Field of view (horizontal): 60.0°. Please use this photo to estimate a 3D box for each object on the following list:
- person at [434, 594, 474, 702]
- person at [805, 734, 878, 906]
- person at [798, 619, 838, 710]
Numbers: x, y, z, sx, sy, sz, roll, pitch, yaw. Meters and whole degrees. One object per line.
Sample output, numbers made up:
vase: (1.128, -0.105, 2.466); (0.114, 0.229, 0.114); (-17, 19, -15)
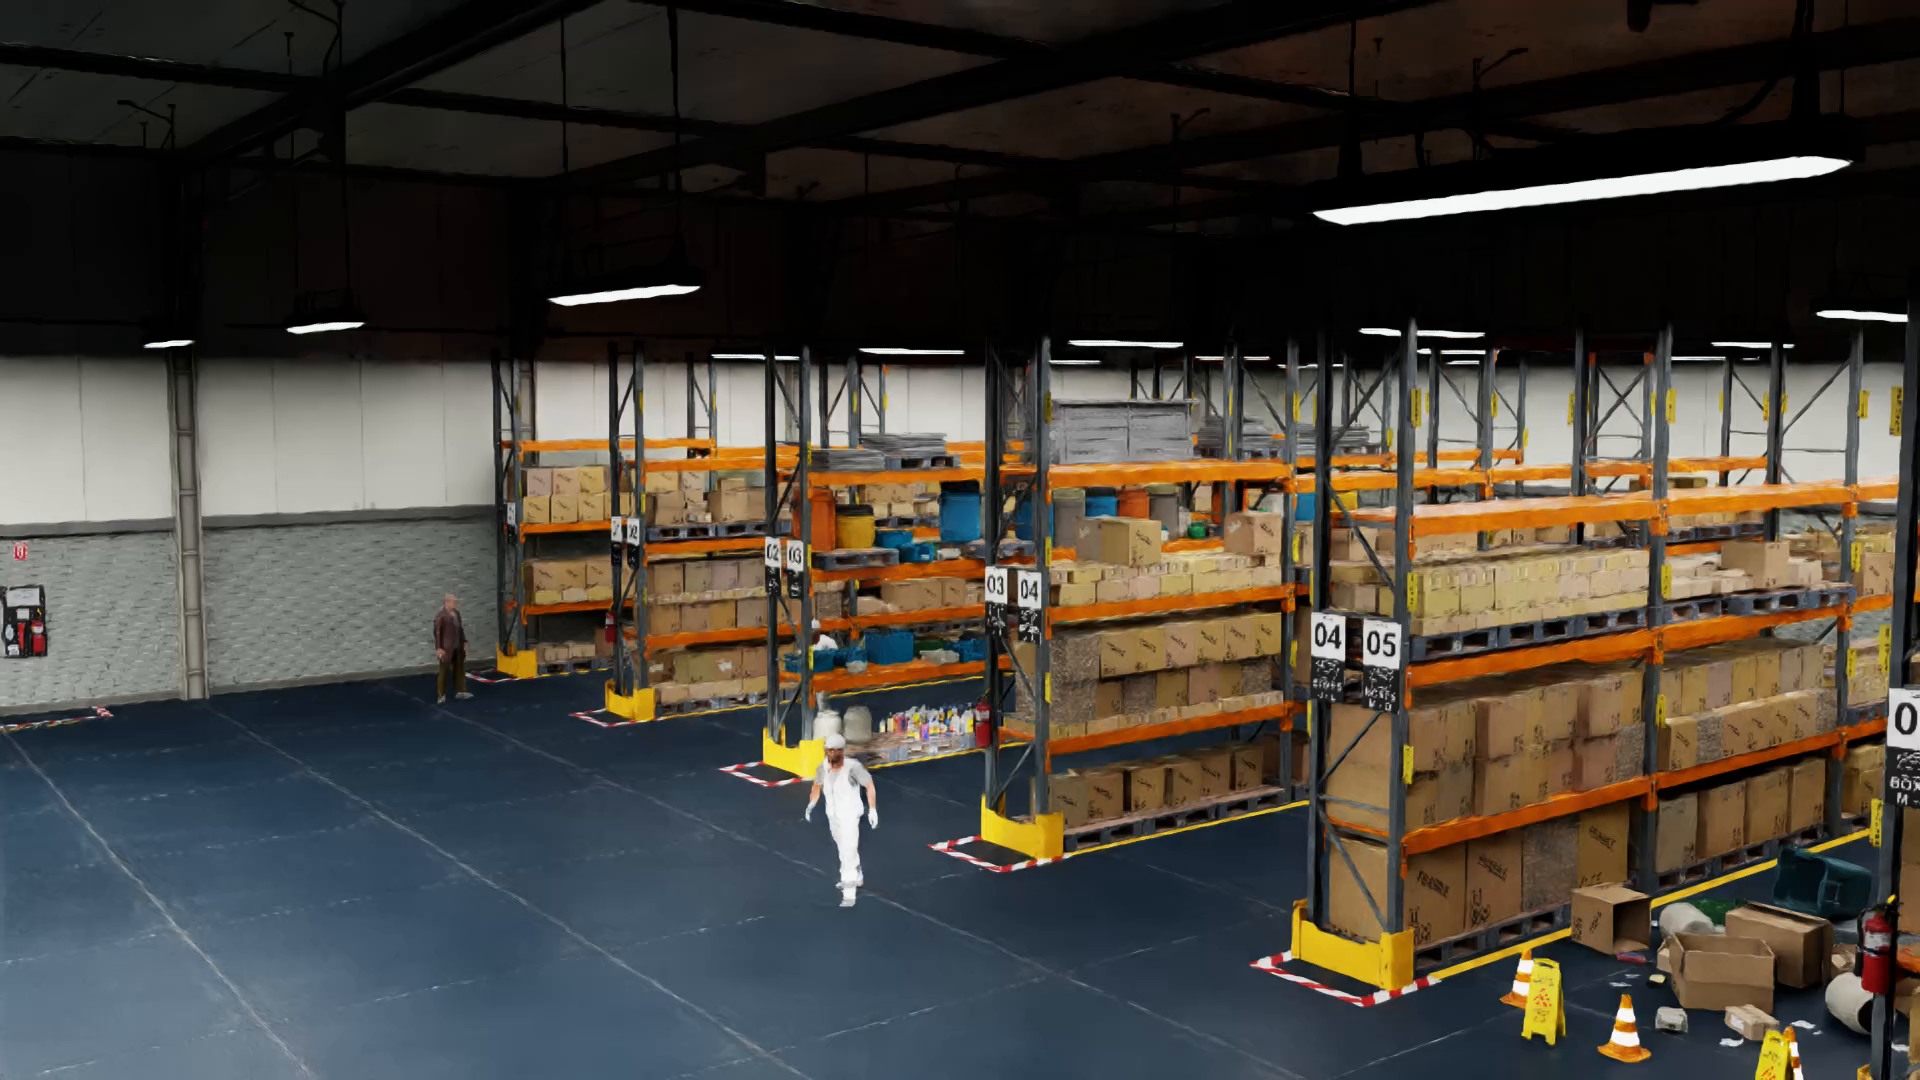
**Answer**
person: (-8.512, 1.805, 27.919); (0.522, 1.790, 0.654); (3, 6, 27)
person: (-1.178, 2.806, 16.992); (0.667, 1.715, 0.844); (4, 6, 36)
person: (-2.163, 2.058, 25.683); (0.700, 1.705, 0.840); (4, 6, 36)
